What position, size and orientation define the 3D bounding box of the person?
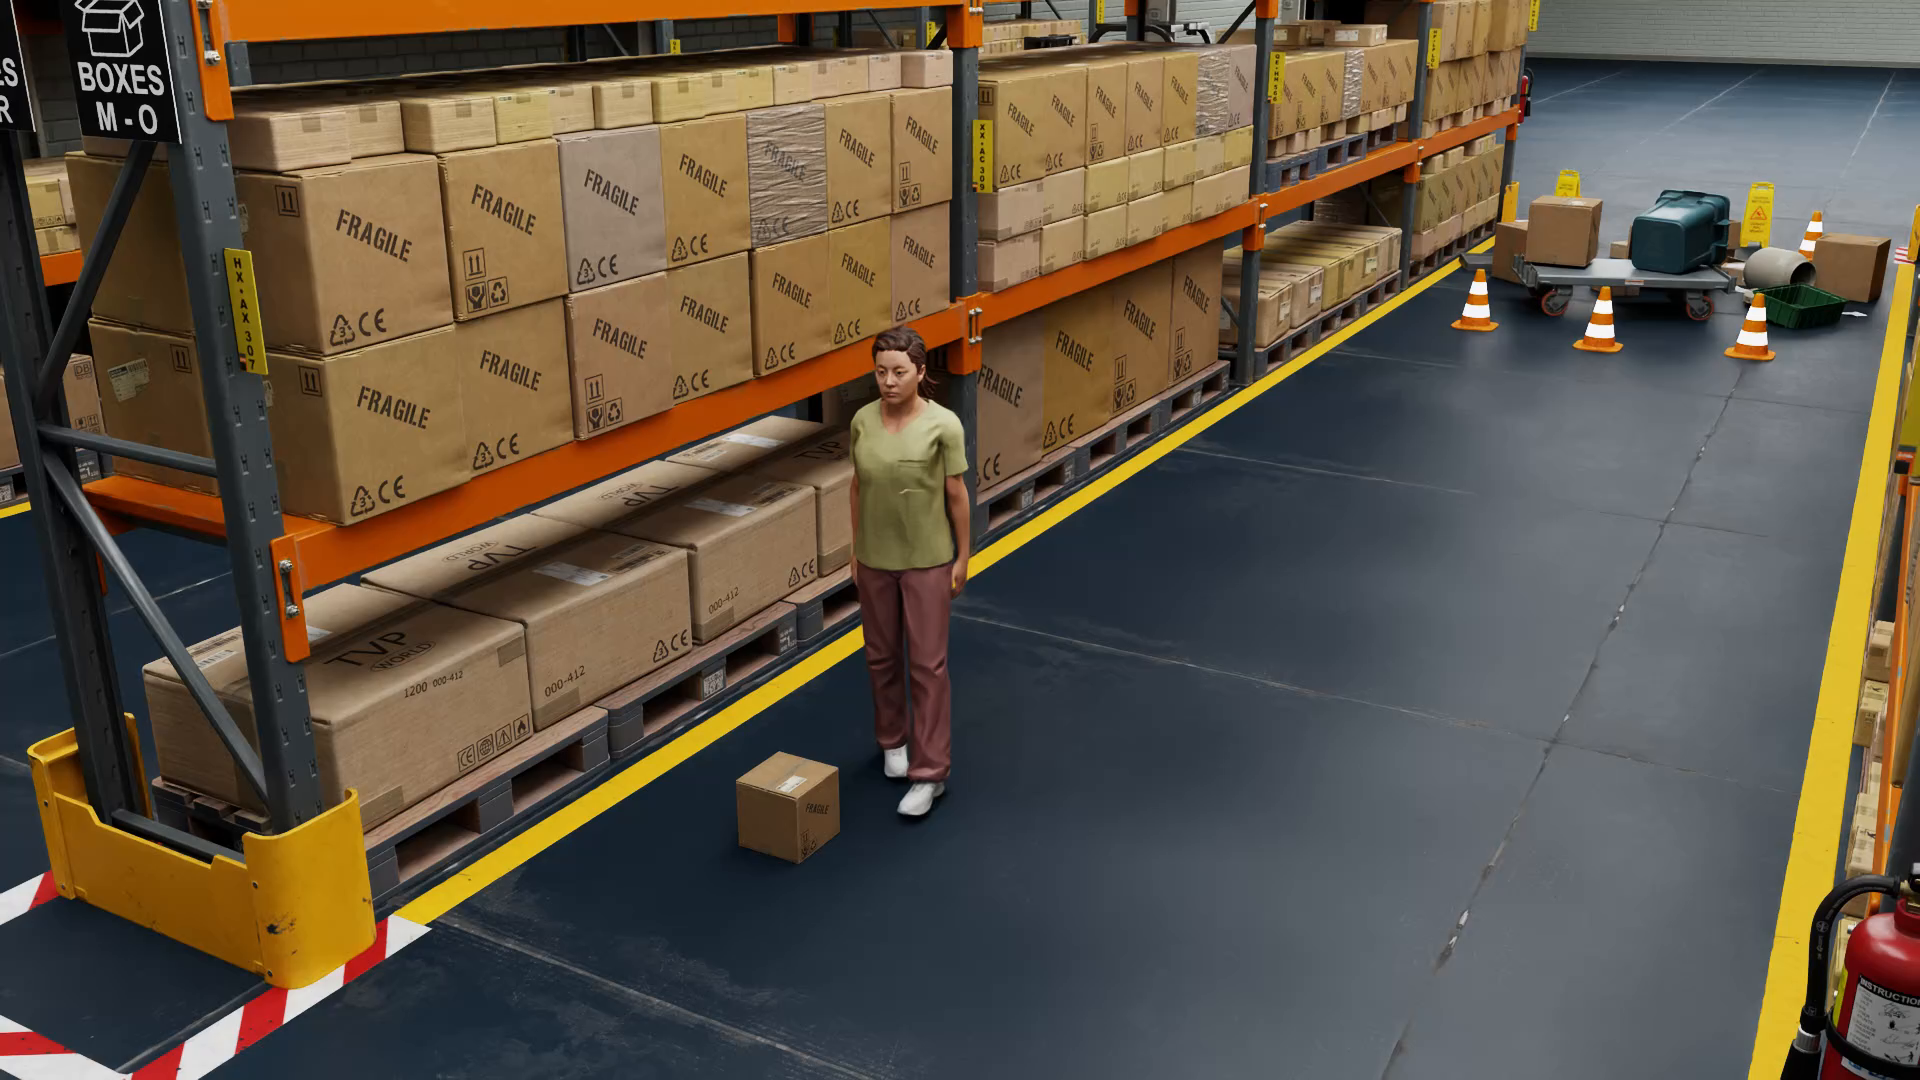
[{"bbox_3d":[-0.220,0.096,5.779,0.453,1.667,0.560,7,21,18],"label":"person"}]
